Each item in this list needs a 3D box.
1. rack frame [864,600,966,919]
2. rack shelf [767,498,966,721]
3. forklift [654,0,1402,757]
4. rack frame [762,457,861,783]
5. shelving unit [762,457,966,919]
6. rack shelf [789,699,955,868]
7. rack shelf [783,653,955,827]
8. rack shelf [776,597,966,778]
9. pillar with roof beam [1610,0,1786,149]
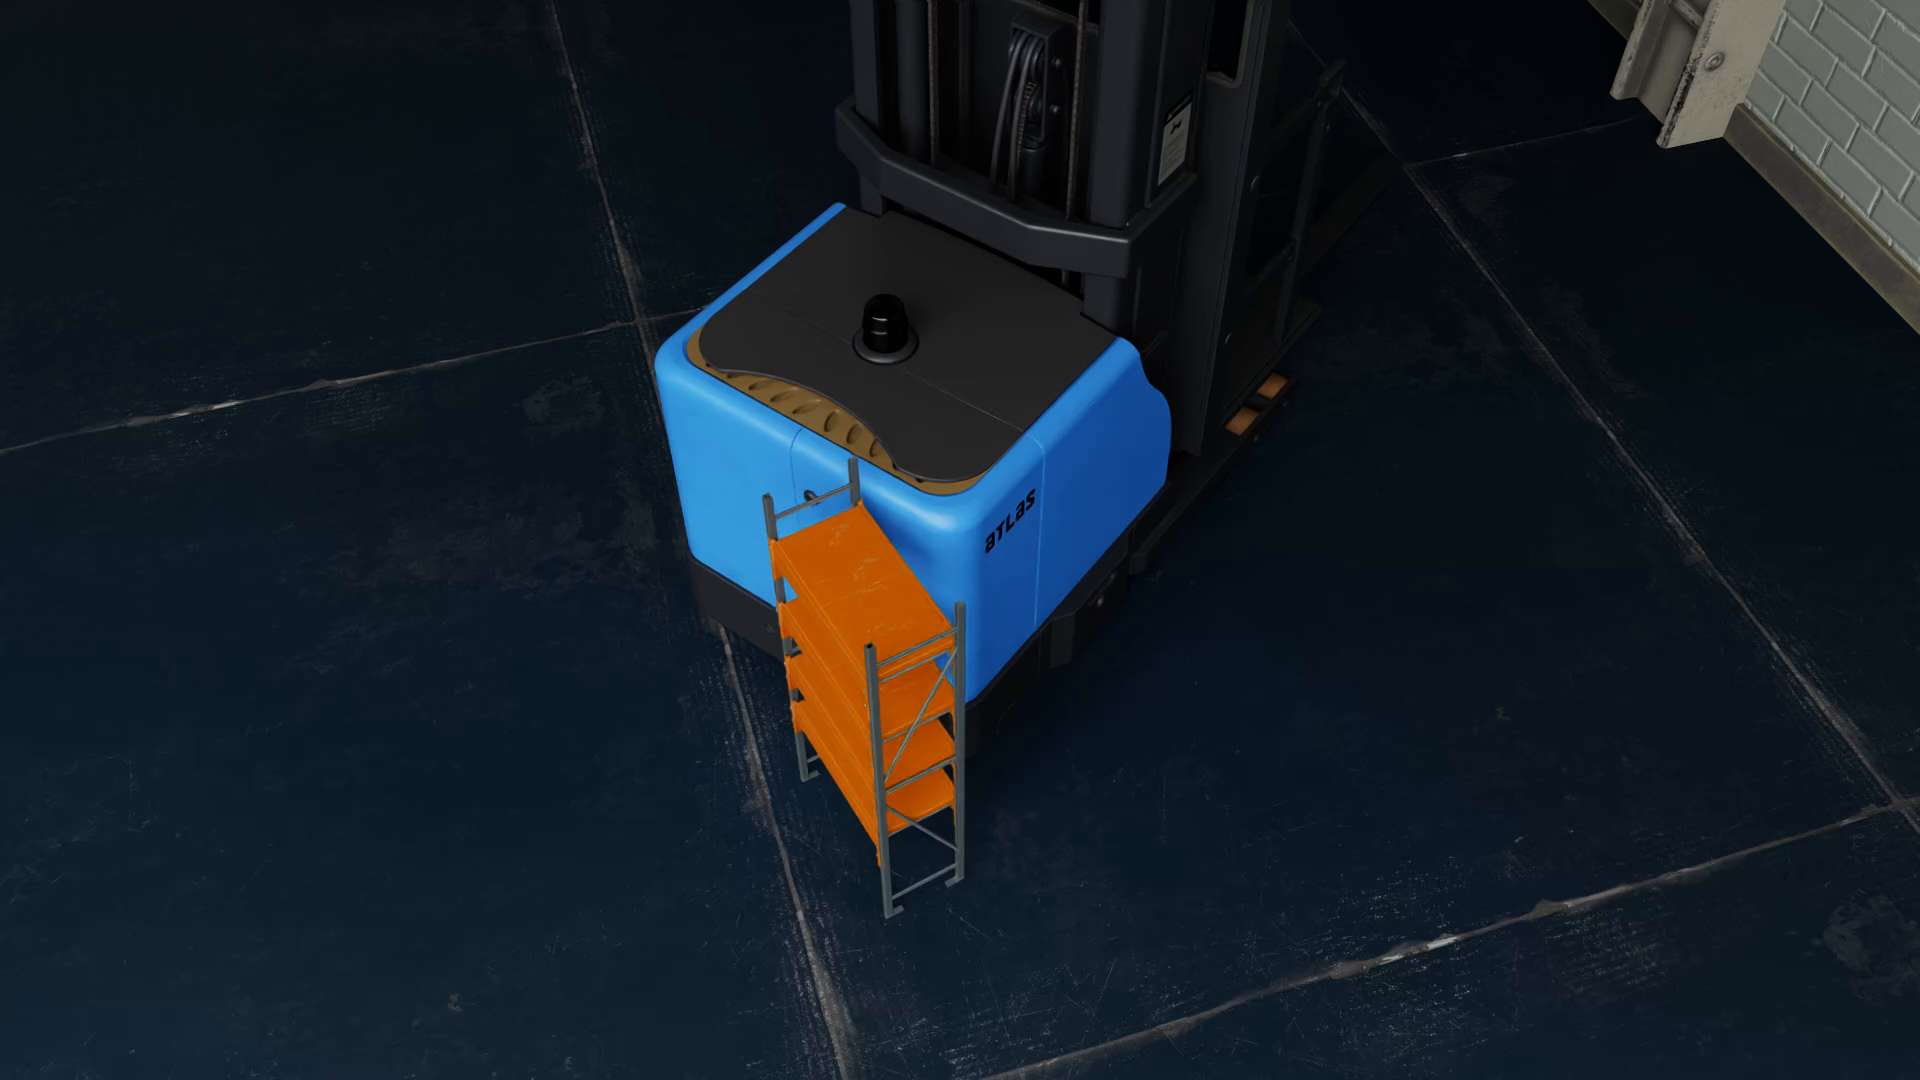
[{"bbox_3d":[-0.095,0.566,3.988,0.240,1.200,0.015,-24,54,-19],"label":"rack frame"},{"bbox_3d":[-0.219,0.152,3.823,0.258,0.148,0.480,-24,54,-19],"label":"rack shelf"},{"bbox_3d":[0.471,-1.423,4.533,1.130,2.935,3.031,29,56,22],"label":"forklift"},{"bbox_3d":[-0.342,0.245,4.259,0.240,1.200,0.015,-24,54,-19],"label":"rack frame"},{"bbox_3d":[-0.219,0.405,4.123,0.258,1.200,0.503,-24,54,-19],"label":"shelving unit"},{"bbox_3d":[-0.219,0.577,4.327,0.258,0.148,0.480,-24,54,-19],"label":"rack shelf"},{"bbox_3d":[-0.219,0.449,4.175,0.258,0.148,0.480,-24,54,-19],"label":"rack shelf"},{"bbox_3d":[-0.219,0.305,4.004,0.258,0.148,0.480,-24,54,-19],"label":"rack shelf"},{"bbox_3d":[-1.256,-3.647,2.439,9.100,9.000,0.400,-13,51,-11],"label":"pillar with roof beam"}]
